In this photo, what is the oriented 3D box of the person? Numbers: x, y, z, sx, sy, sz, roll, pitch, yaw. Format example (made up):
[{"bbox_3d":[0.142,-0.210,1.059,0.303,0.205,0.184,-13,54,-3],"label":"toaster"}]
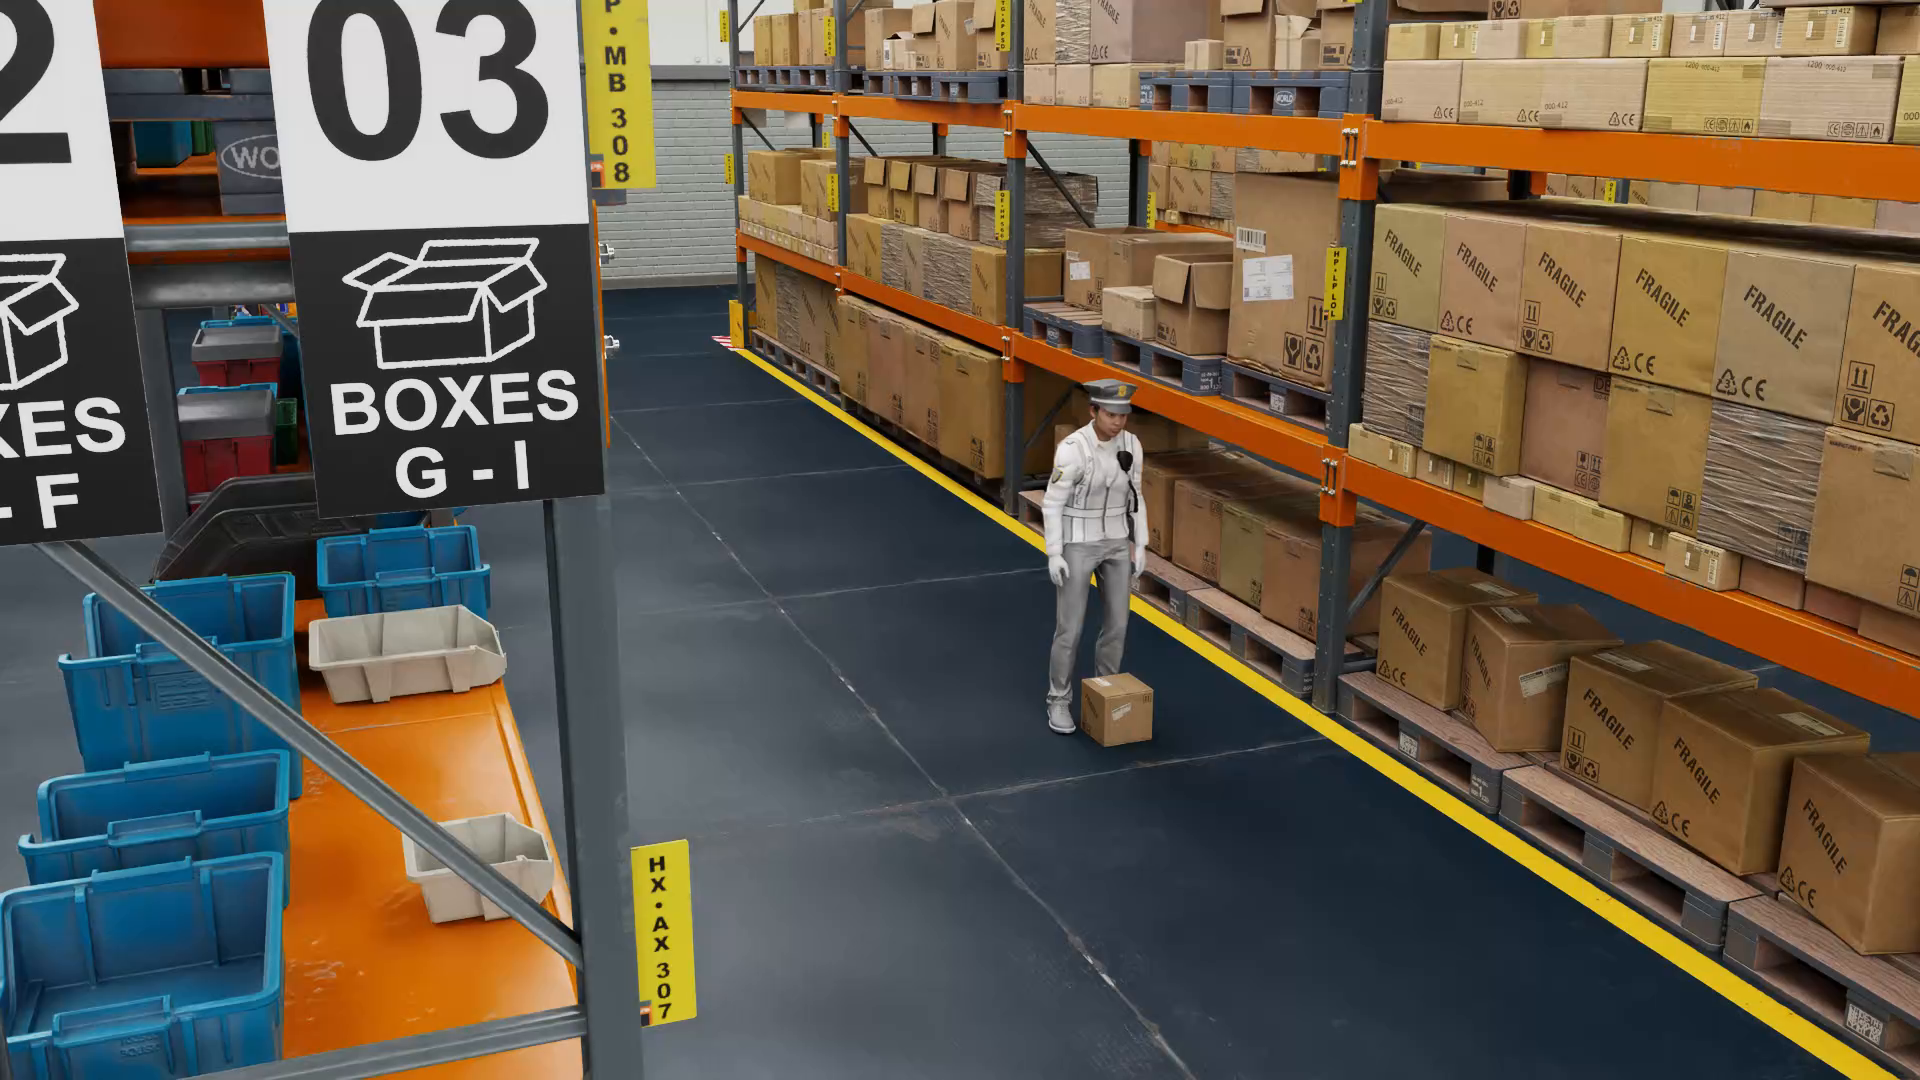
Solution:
[{"bbox_3d":[0.640,0.056,7.821,0.528,1.664,0.373,-6,17,-20],"label":"person"}]
